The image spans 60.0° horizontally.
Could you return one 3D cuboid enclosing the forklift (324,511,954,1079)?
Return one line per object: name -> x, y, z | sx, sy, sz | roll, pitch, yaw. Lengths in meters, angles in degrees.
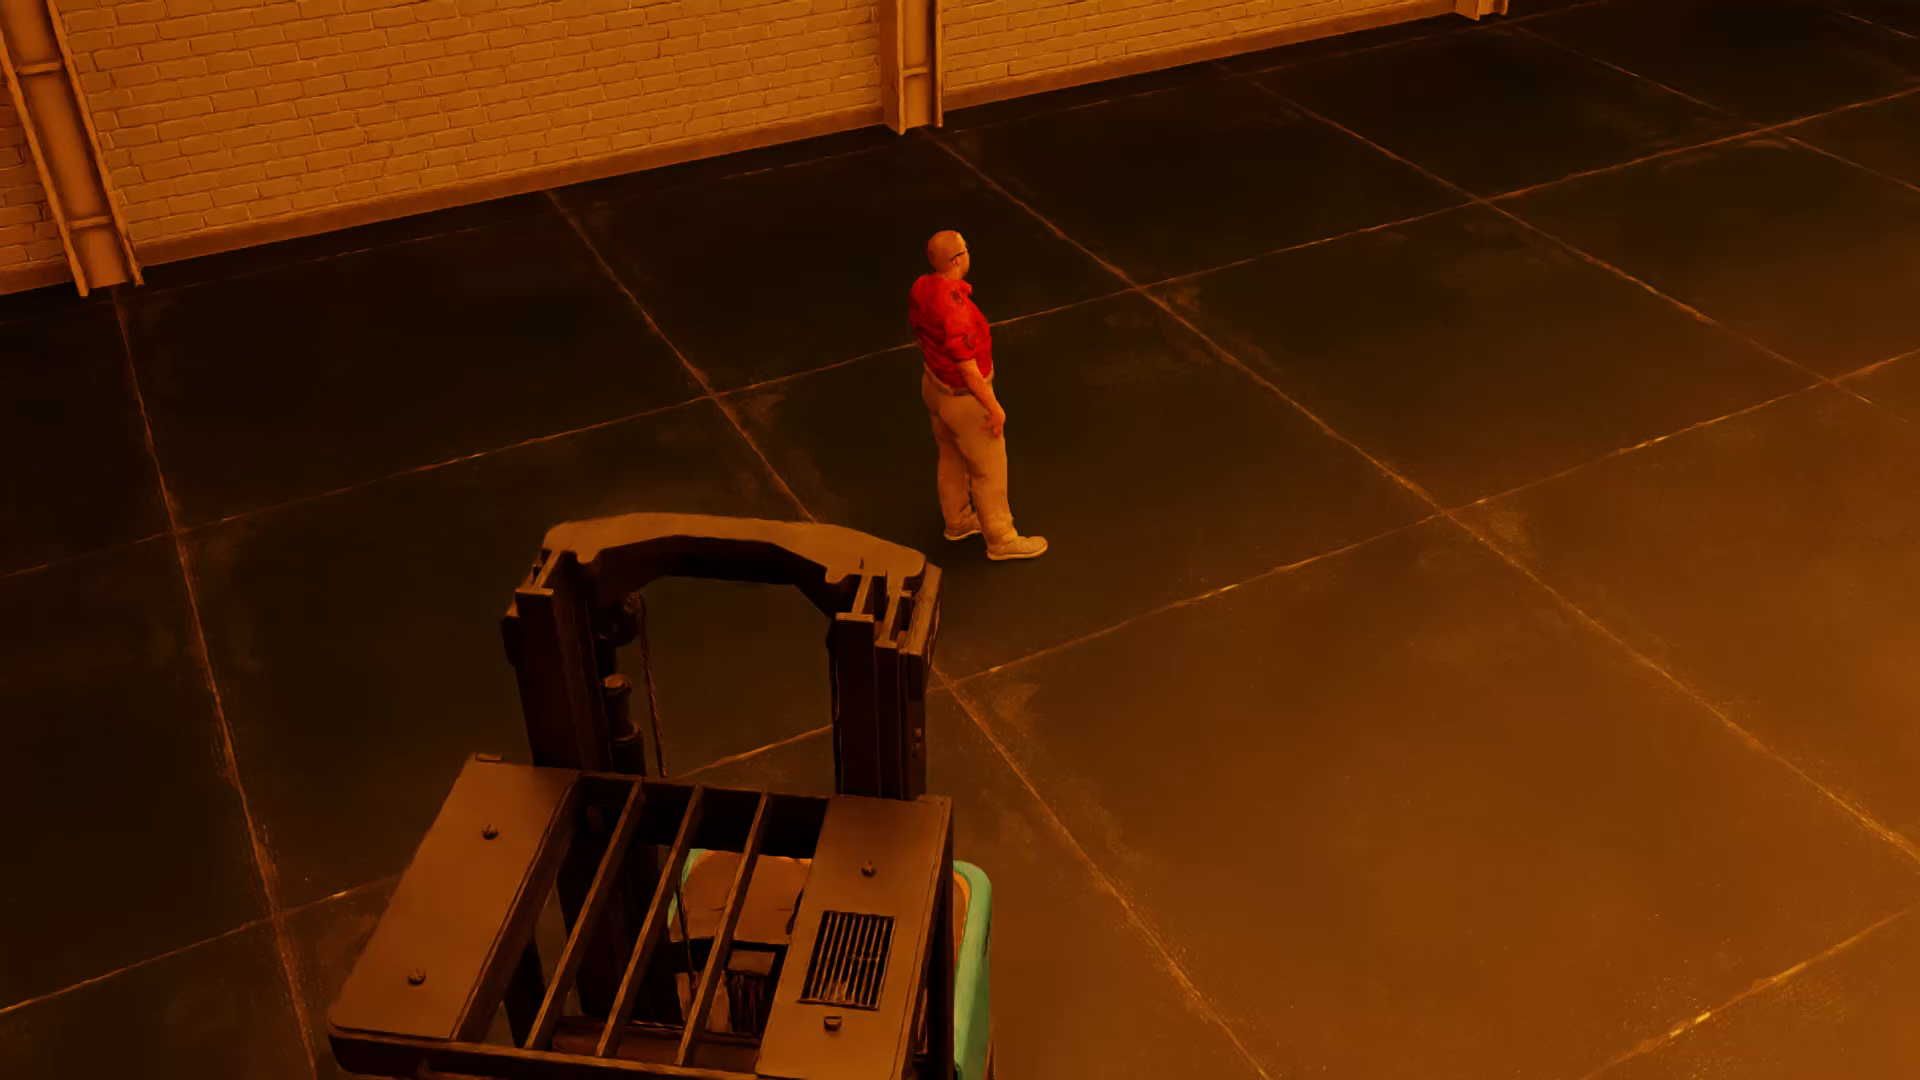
forklift -> -0.595, 1.592, 3.926 | 1.101, 2.867, 2.884 | 4, 35, 6
